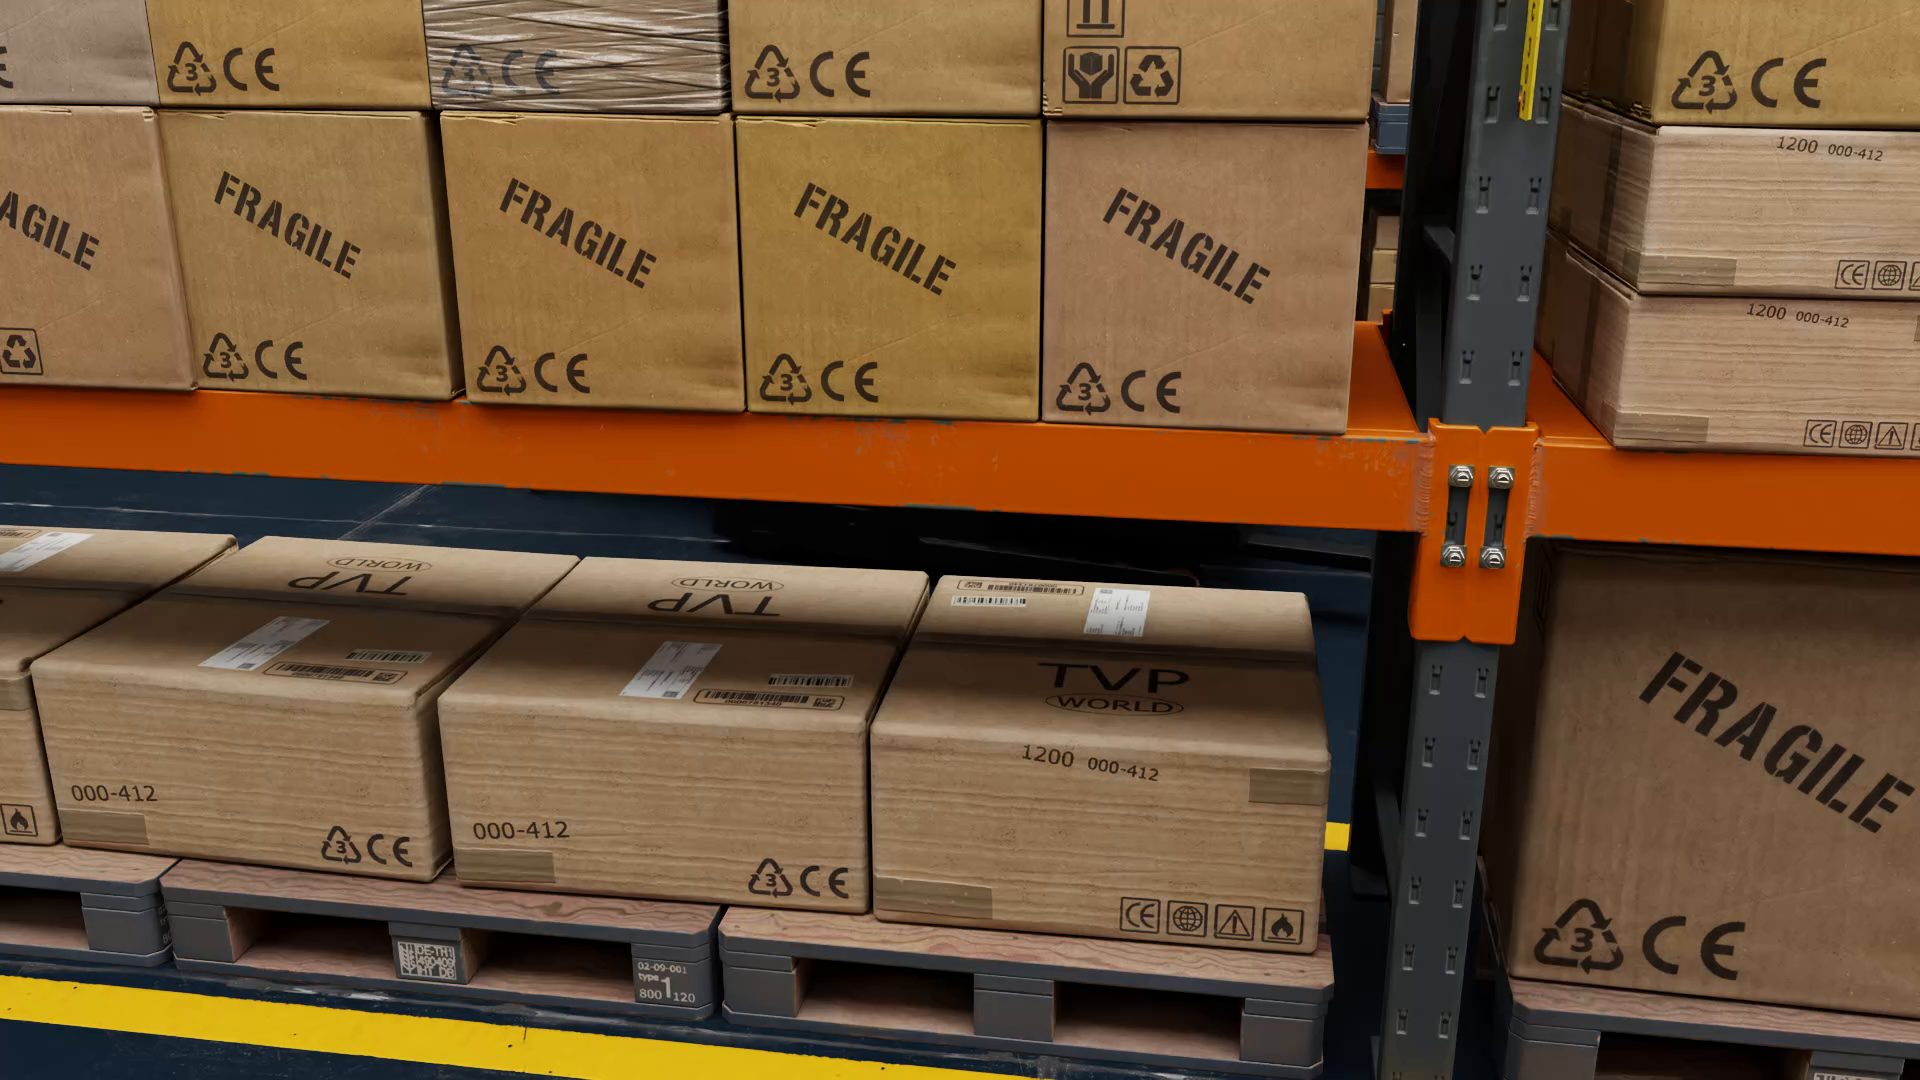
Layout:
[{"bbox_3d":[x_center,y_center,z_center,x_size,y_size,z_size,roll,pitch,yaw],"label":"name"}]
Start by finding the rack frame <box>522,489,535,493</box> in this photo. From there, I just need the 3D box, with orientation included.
[{"bbox_3d":[-1.705,-0.980,6.869,0.032,1.500,0.500,7,20,21],"label":"rack frame"}]

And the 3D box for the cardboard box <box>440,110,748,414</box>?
[{"bbox_3d":[-0.583,-0.541,3.035,0.500,0.500,0.500,3,19,8],"label":"cardboard box"}]

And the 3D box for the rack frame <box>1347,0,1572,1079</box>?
[{"bbox_3d":[0.923,-0.506,3.087,0.127,3.000,1.000,3,19,9],"label":"rack frame"}]

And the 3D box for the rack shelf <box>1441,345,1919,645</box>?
[{"bbox_3d":[2.898,-0.064,2.900,4.000,0.370,1.077,3,19,9],"label":"rack shelf"}]

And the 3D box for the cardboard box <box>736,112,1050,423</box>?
[{"bbox_3d":[-0.084,-0.520,2.973,0.500,0.500,0.500,2,19,7],"label":"cardboard box"}]

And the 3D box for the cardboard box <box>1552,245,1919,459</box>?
[{"bbox_3d":[1.316,-0.330,2.797,0.500,0.250,0.500,2,19,7],"label":"cardboard box"}]

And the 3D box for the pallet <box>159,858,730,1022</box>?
[{"bbox_3d":[-1.023,0.693,3.898,1.213,0.211,1.003,3,19,9],"label":"pallet"}]

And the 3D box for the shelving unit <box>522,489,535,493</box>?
[{"bbox_3d":[-1.234,-0.919,6.687,1.048,1.500,0.538,7,20,21],"label":"shelving unit"}]

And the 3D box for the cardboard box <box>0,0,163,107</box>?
[{"bbox_3d":[-1.577,-1.068,3.034,0.500,0.500,0.500,3,19,8],"label":"cardboard box"}]

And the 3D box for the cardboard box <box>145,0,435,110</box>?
[{"bbox_3d":[-1.084,-1.043,2.959,0.500,0.500,0.500,3,19,9],"label":"cardboard box"}]

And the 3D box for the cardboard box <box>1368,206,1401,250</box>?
[{"bbox_3d":[2.029,-1.441,7.668,0.250,0.149,0.380,3,19,8],"label":"cardboard box"}]

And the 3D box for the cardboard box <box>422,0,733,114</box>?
[{"bbox_3d":[-0.590,-1.015,2.876,0.500,0.500,0.500,3,19,9],"label":"cardboard box"}]

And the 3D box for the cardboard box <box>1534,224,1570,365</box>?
[{"bbox_3d":[1.406,-0.491,3.279,0.500,0.250,0.500,2,19,7],"label":"cardboard box"}]

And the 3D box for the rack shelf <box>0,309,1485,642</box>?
[{"bbox_3d":[-1.051,-0.265,3.502,4.000,0.370,1.077,3,19,9],"label":"rack shelf"}]

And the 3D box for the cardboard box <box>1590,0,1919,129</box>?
[{"bbox_3d":[1.312,-0.915,2.577,0.500,0.500,0.500,3,19,9],"label":"cardboard box"}]

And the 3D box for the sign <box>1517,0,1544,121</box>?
[{"bbox_3d":[0.837,-0.780,2.417,0.005,0.325,0.100,3,19,9],"label":"sign"}]

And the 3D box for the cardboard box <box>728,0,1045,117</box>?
[{"bbox_3d":[-0.086,-0.992,2.809,0.500,0.500,0.500,3,19,8],"label":"cardboard box"}]

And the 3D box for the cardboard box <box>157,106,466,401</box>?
[{"bbox_3d":[-1.097,-0.572,3.128,0.500,0.500,0.500,4,19,10],"label":"cardboard box"}]

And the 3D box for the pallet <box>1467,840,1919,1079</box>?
[{"bbox_3d":[1.697,0.832,3.484,1.213,0.211,1.003,3,19,9],"label":"pallet"}]

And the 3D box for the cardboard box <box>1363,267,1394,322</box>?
[{"bbox_3d":[2.149,-0.980,7.781,0.500,0.500,0.500,4,19,11],"label":"cardboard box"}]

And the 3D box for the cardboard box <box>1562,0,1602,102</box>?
[{"bbox_3d":[1.404,-1.083,3.080,0.500,0.500,0.500,4,19,10],"label":"cardboard box"}]

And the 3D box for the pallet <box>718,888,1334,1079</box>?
[{"bbox_3d":[0.185,0.754,3.717,1.213,0.211,1.003,3,19,9],"label":"pallet"}]

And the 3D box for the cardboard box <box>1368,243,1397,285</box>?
[{"bbox_3d":[2.019,-1.281,7.659,0.250,0.149,0.380,4,19,11],"label":"cardboard box"}]

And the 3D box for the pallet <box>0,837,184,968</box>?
[{"bbox_3d":[-2.224,0.631,4.084,1.213,0.211,1.003,3,19,9],"label":"pallet"}]

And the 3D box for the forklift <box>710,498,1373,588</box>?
[{"bbox_3d":[0.642,-1.323,5.638,3.031,2.935,1.130,7,20,20],"label":"forklift"}]

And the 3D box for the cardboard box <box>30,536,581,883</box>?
[{"bbox_3d":[-1.454,0.354,3.893,0.875,0.438,0.875,3,19,10],"label":"cardboard box"}]

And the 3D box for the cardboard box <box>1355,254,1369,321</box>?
[{"bbox_3d":[2.239,-1.142,8.268,0.500,0.500,0.500,3,19,8],"label":"cardboard box"}]

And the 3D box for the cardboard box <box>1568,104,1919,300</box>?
[{"bbox_3d":[1.313,-0.561,2.701,0.500,0.250,0.500,2,19,7],"label":"cardboard box"}]

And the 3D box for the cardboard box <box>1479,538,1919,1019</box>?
[{"bbox_3d":[1.548,0.309,3.339,0.875,0.875,0.875,4,19,10],"label":"cardboard box"}]

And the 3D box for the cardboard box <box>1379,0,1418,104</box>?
[{"bbox_3d":[2.149,-2.213,7.370,0.500,0.500,0.700,3,19,10],"label":"cardboard box"}]

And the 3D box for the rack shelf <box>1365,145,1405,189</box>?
[{"bbox_3d":[3.682,-1.619,7.548,4.000,0.370,1.077,3,19,9],"label":"rack shelf"}]

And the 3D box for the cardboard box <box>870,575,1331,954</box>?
[{"bbox_3d":[0.320,0.445,3.622,0.875,0.438,0.875,3,19,8],"label":"cardboard box"}]

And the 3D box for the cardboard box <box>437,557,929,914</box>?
[{"bbox_3d":[-0.564,0.400,3.756,0.875,0.438,0.875,2,19,7],"label":"cardboard box"}]

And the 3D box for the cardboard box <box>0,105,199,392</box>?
[{"bbox_3d":[-1.594,-0.592,3.188,0.500,0.500,0.500,3,19,8],"label":"cardboard box"}]

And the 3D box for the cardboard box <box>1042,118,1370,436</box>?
[{"bbox_3d":[0.425,-0.496,2.901,0.500,0.500,0.500,3,19,9],"label":"cardboard box"}]

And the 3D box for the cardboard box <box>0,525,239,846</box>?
[{"bbox_3d":[-2.359,0.311,4.023,0.875,0.438,0.875,2,19,7],"label":"cardboard box"}]

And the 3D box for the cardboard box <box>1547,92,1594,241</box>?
[{"bbox_3d":[1.397,-0.725,3.193,0.500,0.250,0.500,3,19,9],"label":"cardboard box"}]

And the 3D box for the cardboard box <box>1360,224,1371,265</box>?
[{"bbox_3d":[2.116,-1.454,8.177,0.250,0.149,0.380,2,19,6],"label":"cardboard box"}]

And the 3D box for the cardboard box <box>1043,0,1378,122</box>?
[{"bbox_3d":[0.414,-0.964,2.725,0.500,0.500,0.500,3,19,8],"label":"cardboard box"}]

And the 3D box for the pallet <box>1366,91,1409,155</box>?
[{"bbox_3d":[2.479,-1.895,7.543,1.213,0.211,1.003,3,19,9],"label":"pallet"}]
